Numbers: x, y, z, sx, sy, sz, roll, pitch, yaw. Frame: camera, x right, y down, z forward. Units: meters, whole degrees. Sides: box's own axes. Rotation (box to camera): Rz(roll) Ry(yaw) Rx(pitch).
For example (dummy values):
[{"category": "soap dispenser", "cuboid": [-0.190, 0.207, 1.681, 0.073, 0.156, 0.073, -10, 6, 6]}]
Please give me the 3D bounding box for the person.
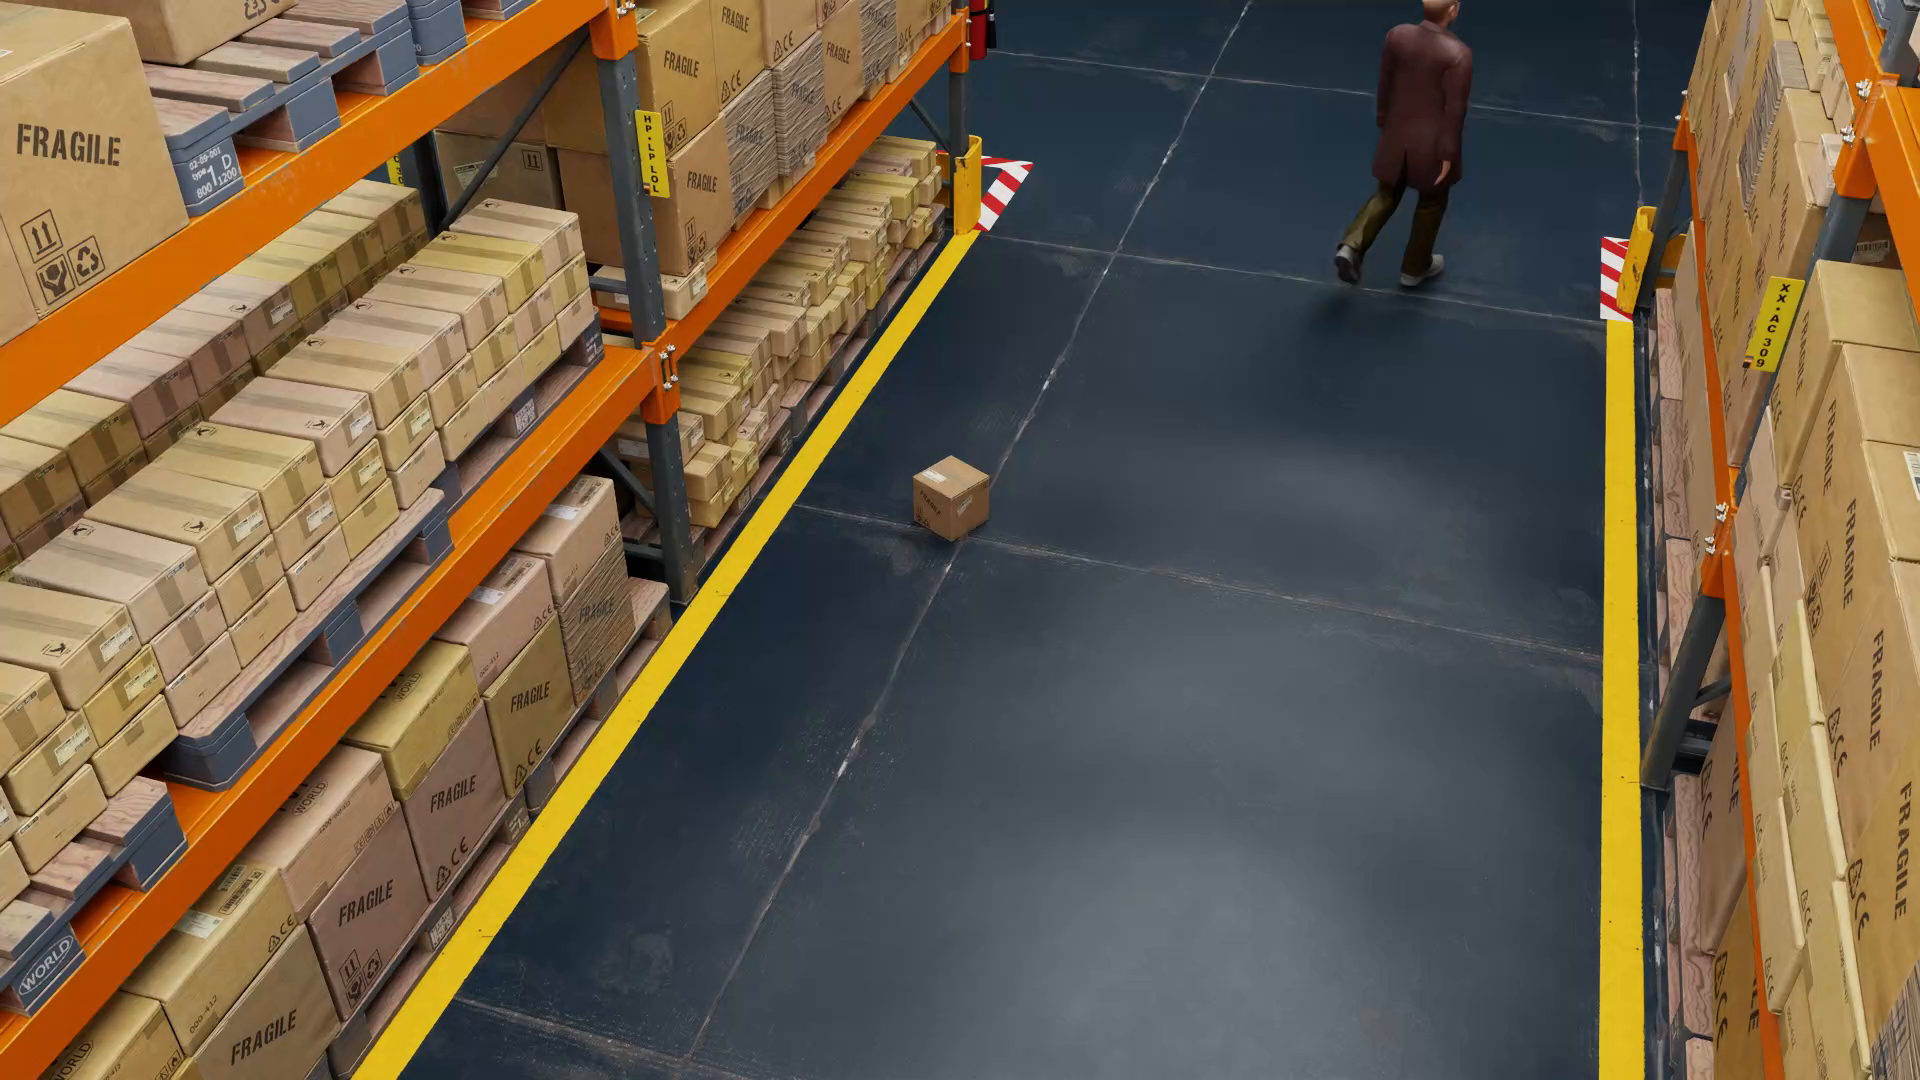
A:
[{"category": "person", "cuboid": [2.467, -2.169, 9.062, 0.581, 1.759, 0.877, 29, 46, 34]}]
